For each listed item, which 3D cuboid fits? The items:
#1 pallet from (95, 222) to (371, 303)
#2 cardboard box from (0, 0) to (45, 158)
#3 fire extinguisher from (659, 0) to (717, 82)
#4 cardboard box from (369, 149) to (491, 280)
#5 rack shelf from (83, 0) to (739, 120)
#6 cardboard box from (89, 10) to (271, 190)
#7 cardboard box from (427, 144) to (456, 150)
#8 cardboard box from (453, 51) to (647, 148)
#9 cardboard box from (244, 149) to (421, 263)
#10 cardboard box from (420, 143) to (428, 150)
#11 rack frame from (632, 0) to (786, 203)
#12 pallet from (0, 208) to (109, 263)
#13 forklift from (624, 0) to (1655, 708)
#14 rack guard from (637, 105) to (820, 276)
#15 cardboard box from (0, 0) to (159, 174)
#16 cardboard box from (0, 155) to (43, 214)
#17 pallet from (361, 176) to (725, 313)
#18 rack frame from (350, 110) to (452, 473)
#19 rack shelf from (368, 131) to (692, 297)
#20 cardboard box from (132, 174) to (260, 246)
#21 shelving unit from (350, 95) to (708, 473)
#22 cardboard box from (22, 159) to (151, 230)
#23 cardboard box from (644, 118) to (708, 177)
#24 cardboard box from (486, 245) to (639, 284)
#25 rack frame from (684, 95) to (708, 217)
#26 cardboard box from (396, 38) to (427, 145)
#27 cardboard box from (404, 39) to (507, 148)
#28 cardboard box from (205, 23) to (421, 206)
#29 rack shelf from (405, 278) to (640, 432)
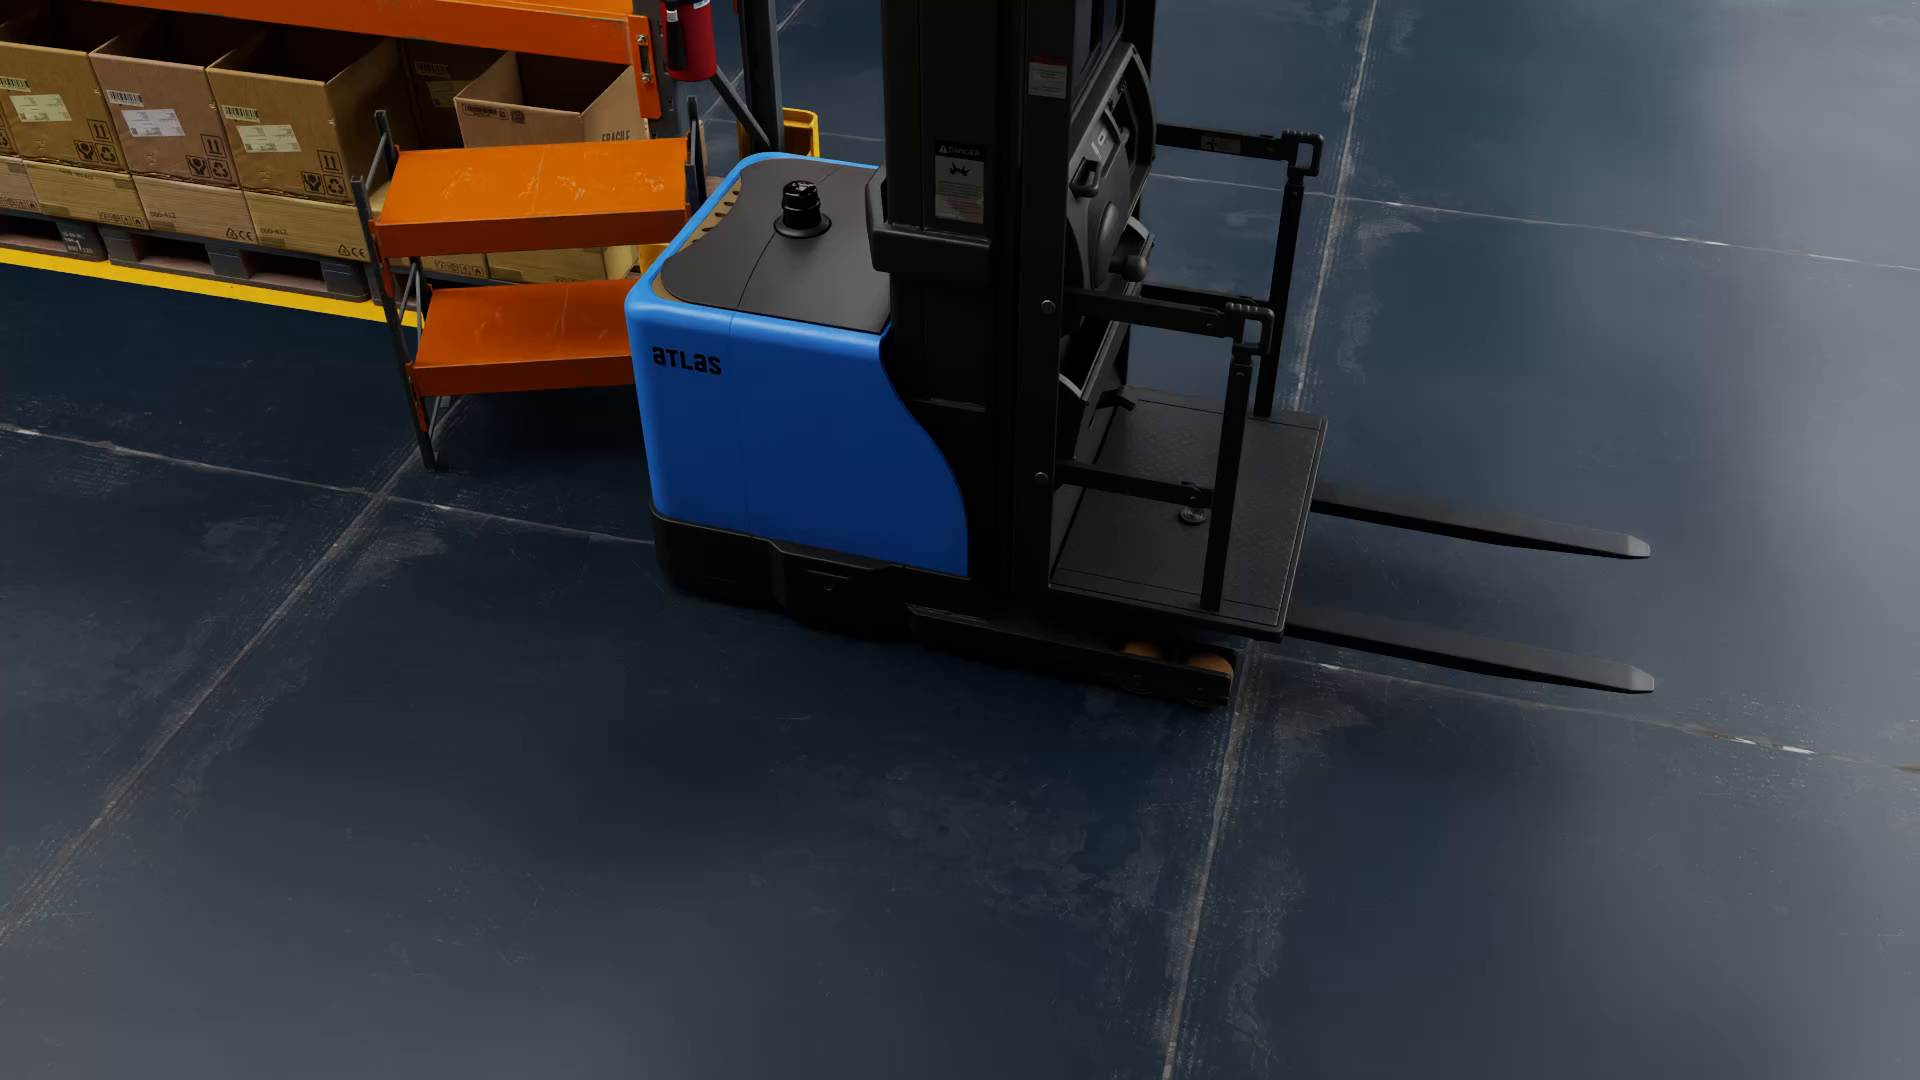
[{"bbox_3d":[-2.836,-1.438,7.092,1.213,0.211,1.003,10,41,11],"label":"pallet"},{"bbox_3d":[-3.923,-1.911,6.715,0.500,0.500,0.500,10,41,11],"label":"cardboard box"},{"bbox_3d":[-0.917,-1.863,5.490,0.183,0.674,0.296,10,41,11],"label":"fire extinguisher"},{"bbox_3d":[-1.992,-1.290,6.559,0.500,0.250,0.500,10,41,11],"label":"cardboard box"},{"bbox_3d":[-2.844,-2.258,6.459,4.000,0.370,1.077,10,41,11],"label":"rack shelf"},{"bbox_3d":[-2.959,-1.741,6.513,0.500,0.500,0.500,10,41,11],"label":"cardboard box"},{"bbox_3d":[-1.856,-1.617,6.948,0.500,0.250,0.500,10,41,11],"label":"cardboard box"},{"bbox_3d":[-1.506,-1.500,6.226,0.500,0.500,0.500,10,41,11],"label":"cardboard box"},{"bbox_3d":[-2.475,-1.372,6.657,0.500,0.250,0.500,10,41,11],"label":"cardboard box"},{"bbox_3d":[-2.339,-1.700,7.048,0.500,0.250,0.500,10,41,11],"label":"cardboard box"},{"bbox_3d":[-0.911,-2.201,5.832,0.127,3.000,1.000,10,41,11],"label":"rack frame"},{"bbox_3d":[-4.018,-1.640,7.332,1.213,0.211,1.003,10,41,11],"label":"pallet"},{"bbox_3d":[0.602,-1.007,4.464,3.031,2.935,1.130,11,41,13],"label":"forklift"},{"bbox_3d":[-0.888,-1.240,6.631,0.348,0.500,1.175,10,41,11],"label":"rack guard"},{"bbox_3d":[-3.442,-1.823,6.611,0.500,0.500,0.500,10,41,11],"label":"cardboard box"},{"bbox_3d":[-3.924,-1.622,6.954,0.500,0.250,0.500,10,41,11],"label":"cardboard box"},{"bbox_3d":[-1.661,-1.234,6.849,1.213,0.211,1.003,10,41,11],"label":"pallet"},{"bbox_3d":[-1.882,-0.827,5.654,0.032,1.125,0.500,-4,40,-5],"label":"rack frame"},{"bbox_3d":[-1.377,-1.086,5.508,1.000,0.278,0.538,-4,40,-5],"label":"rack shelf"},{"bbox_3d":[-2.958,-1.456,6.757,0.500,0.250,0.500,10,41,11],"label":"cardboard box"},{"bbox_3d":[-1.377,-0.862,5.696,1.048,1.125,0.538,-4,40,-5],"label":"shelving unit"},{"bbox_3d":[-3.443,-1.536,6.851,0.500,0.250,0.500,10,41,11],"label":"cardboard box"},{"bbox_3d":[-1.372,-1.536,6.852,0.500,0.250,0.500,10,41,11],"label":"cardboard box"},{"bbox_3d":[-1.506,-1.214,6.469,0.500,0.250,0.500,10,41,11],"label":"cardboard box"},{"bbox_3d":[-0.872,-0.897,5.738,0.032,1.125,0.500,-4,40,-5],"label":"rack frame"},{"bbox_3d":[-2.342,-1.980,6.798,0.500,0.500,0.500,10,41,11],"label":"cardboard box"},{"bbox_3d":[-1.856,-1.905,6.708,0.500,0.500,0.500,10,41,11],"label":"cardboard box"},{"bbox_3d":[-2.476,-1.657,6.413,0.500,0.500,0.500,10,41,11],"label":"cardboard box"},{"bbox_3d":[-1.377,-0.675,5.853,1.000,0.278,0.538,-4,40,-5],"label":"rack shelf"}]
